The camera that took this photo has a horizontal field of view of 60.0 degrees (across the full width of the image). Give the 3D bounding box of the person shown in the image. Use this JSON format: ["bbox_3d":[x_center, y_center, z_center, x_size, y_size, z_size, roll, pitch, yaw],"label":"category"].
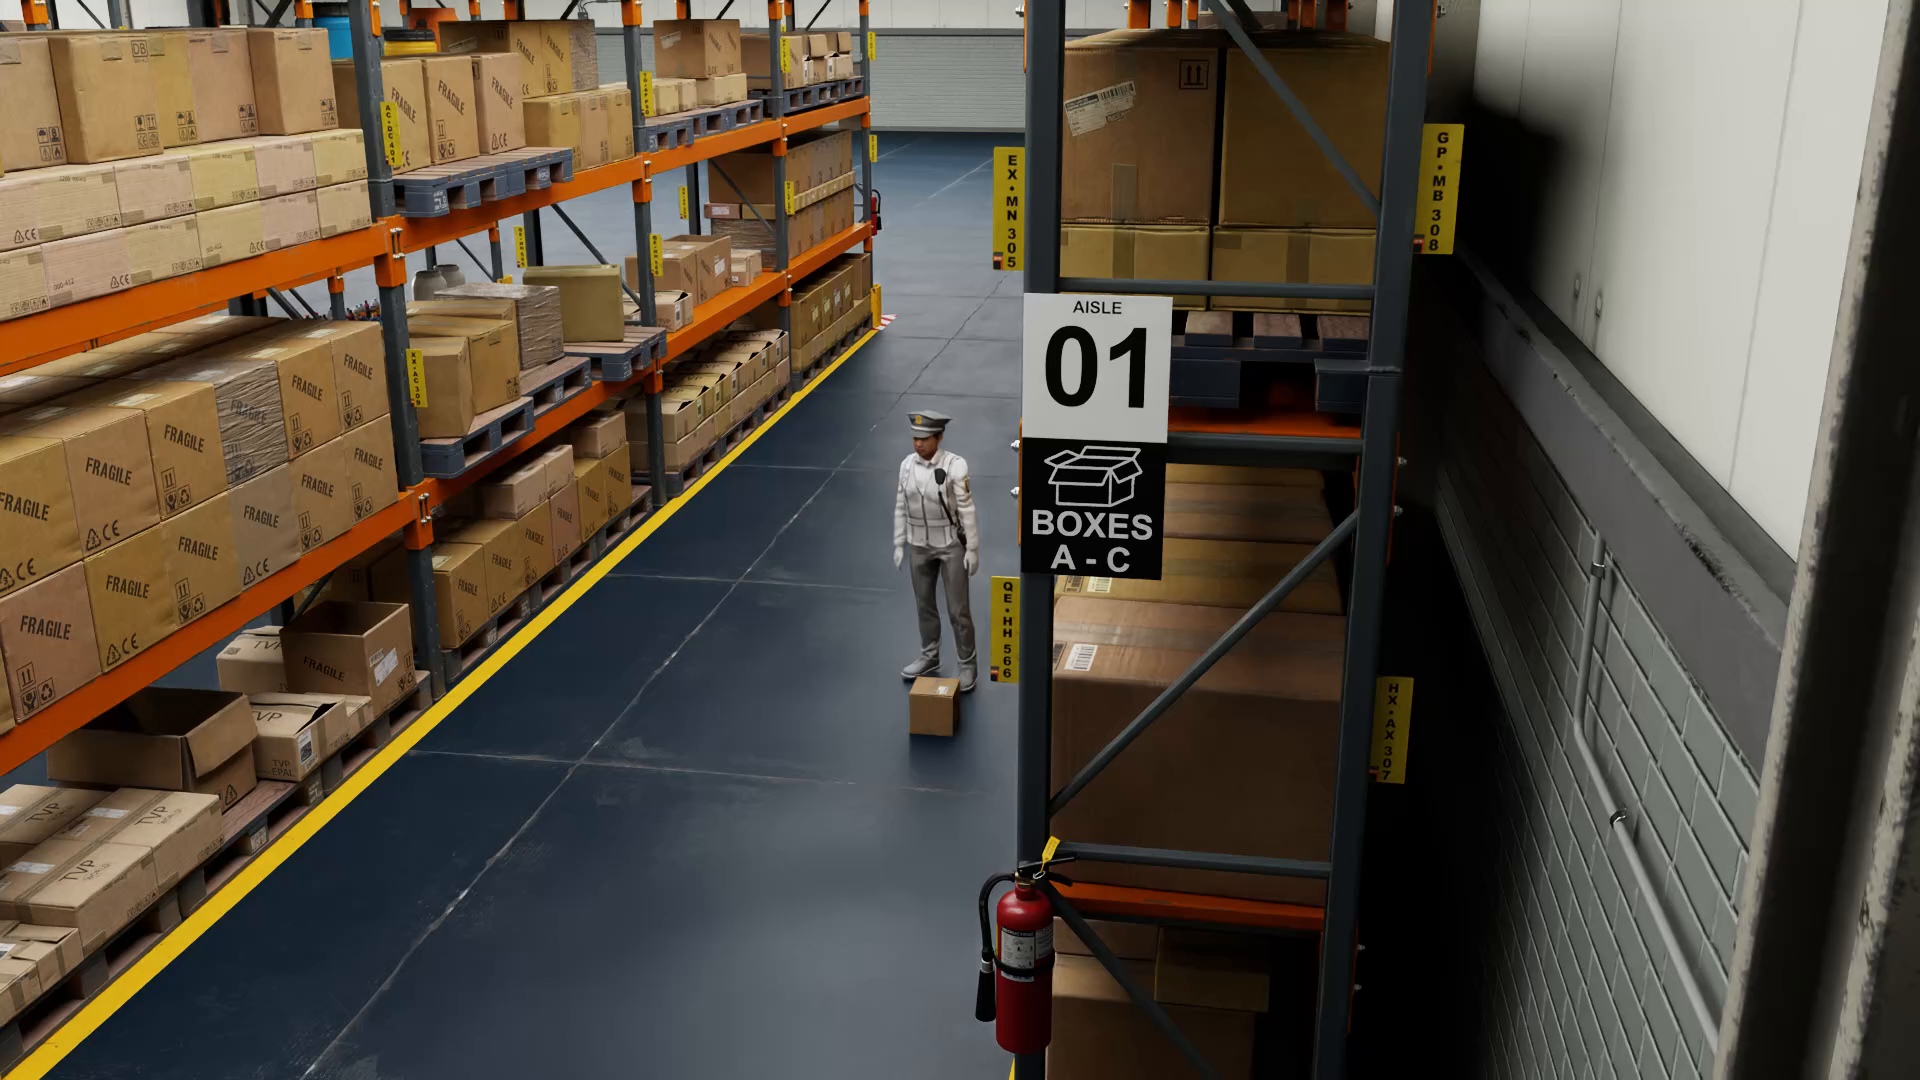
[{"bbox_3d":[-0.144,0.047,9.813,0.543,1.673,0.364,8,20,23],"label":"person"}]
